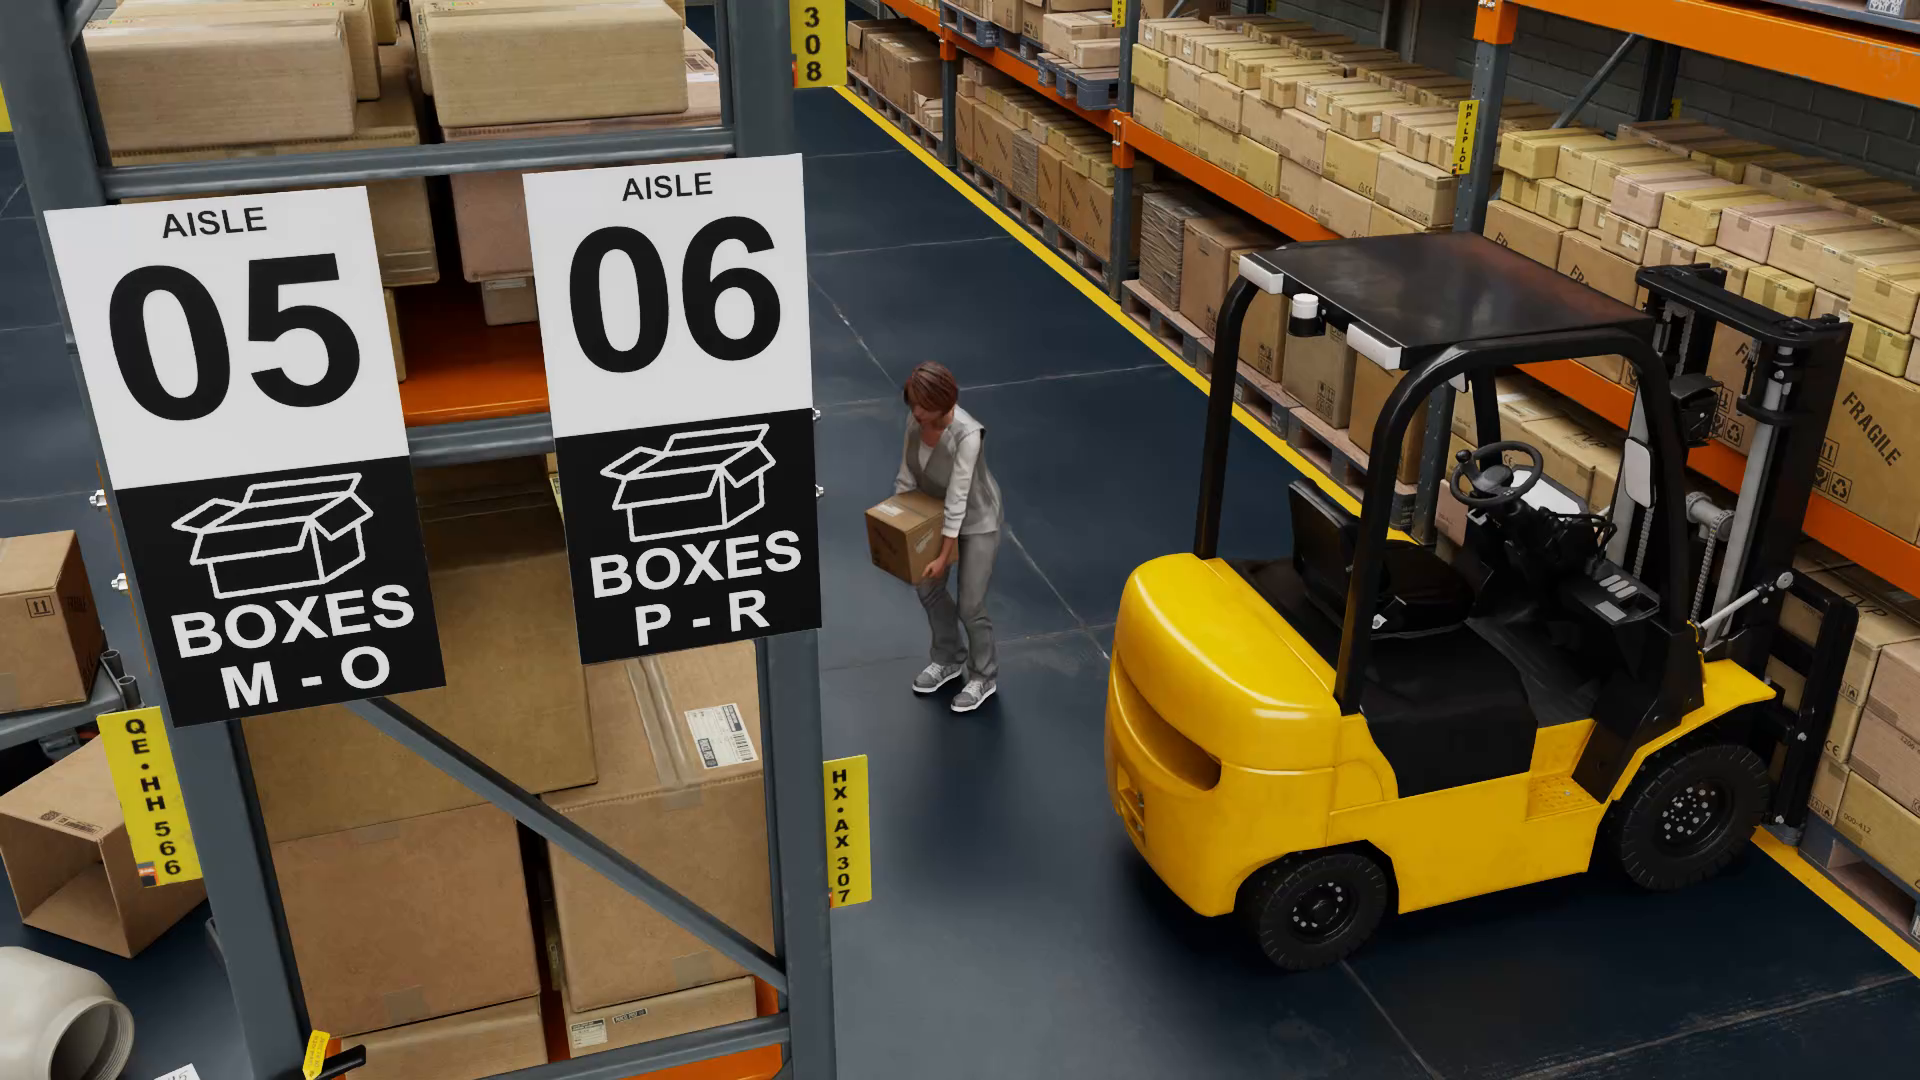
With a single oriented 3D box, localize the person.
[{"bbox_3d":[-0.059,-0.016,6.720,0.384,1.548,0.533,22,34,37],"label":"person"}]
